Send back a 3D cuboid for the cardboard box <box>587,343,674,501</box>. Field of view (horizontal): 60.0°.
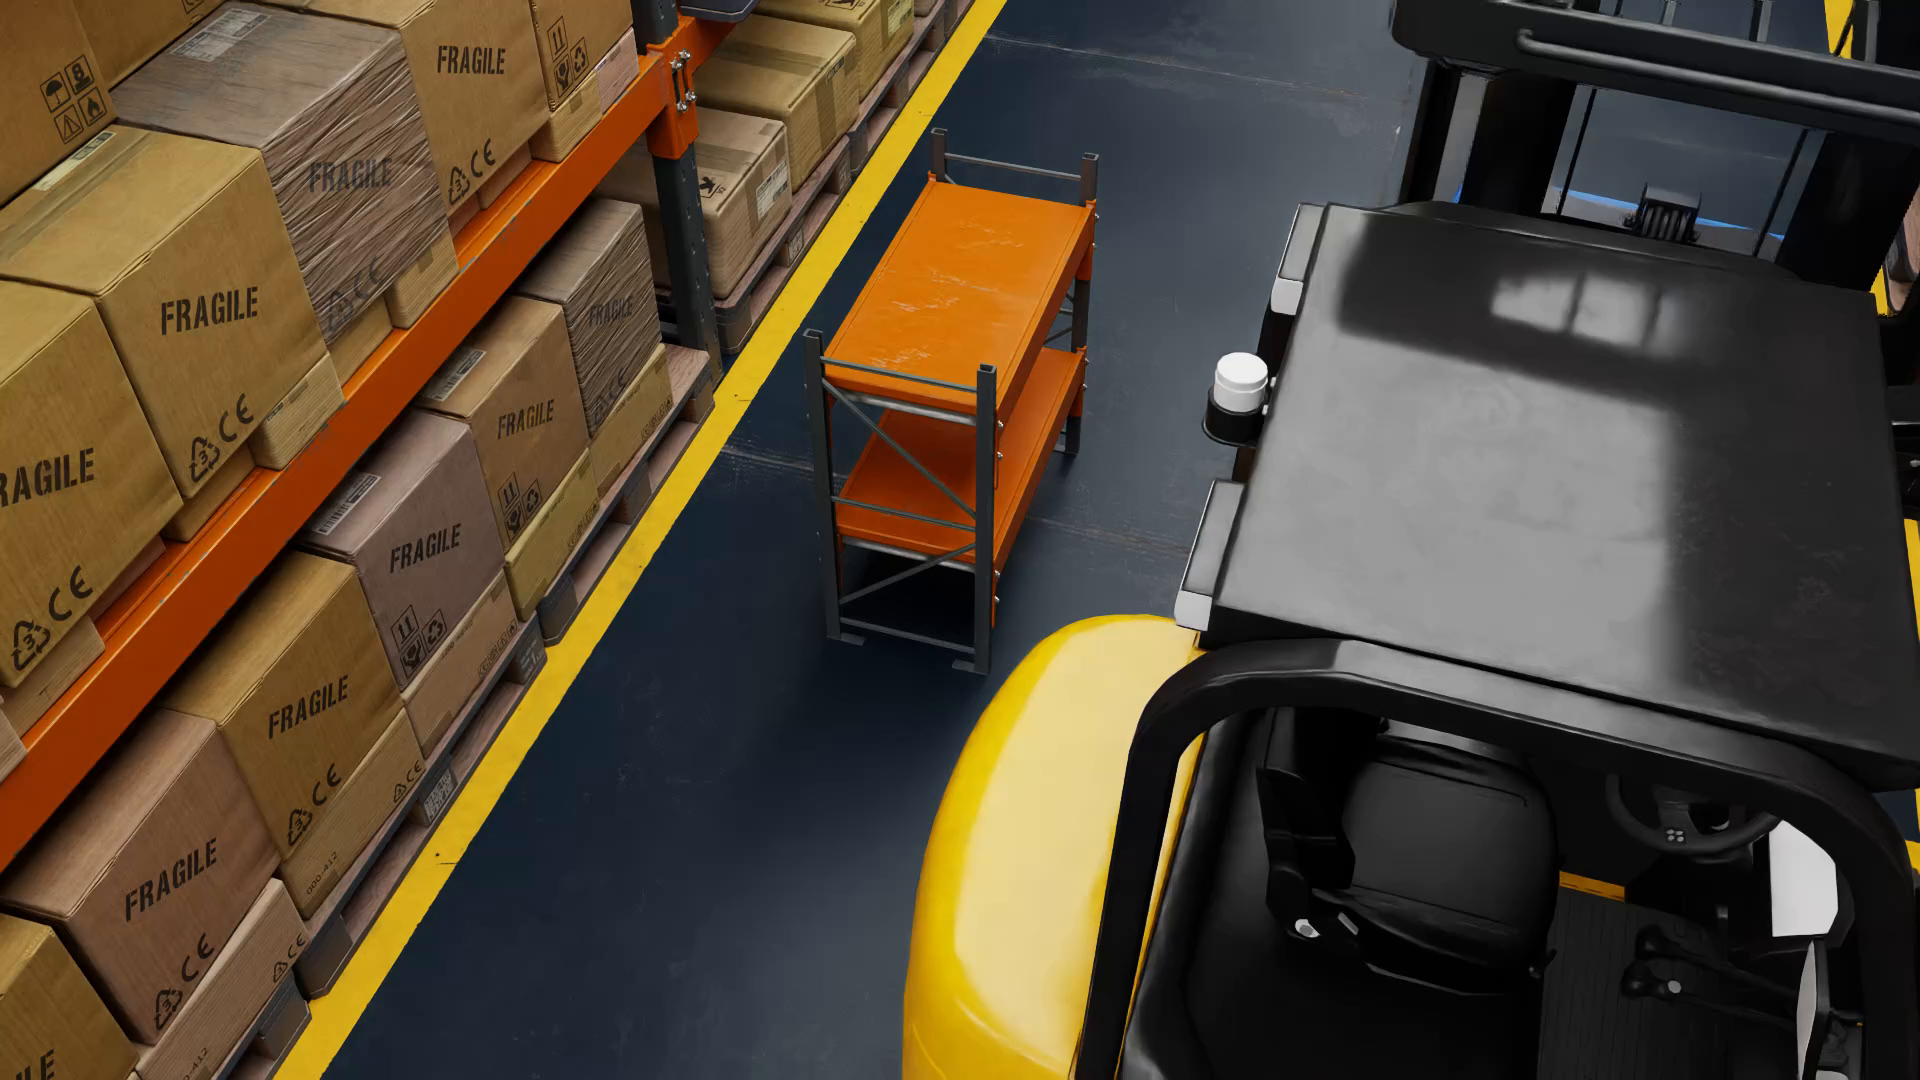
[{"bbox_3d":[-1.246,-0.426,5.206,0.500,0.250,0.500,14,46,14],"label":"cardboard box"}]

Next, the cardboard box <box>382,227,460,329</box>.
[{"bbox_3d":[-1.434,-0.663,3.963,0.380,0.149,0.250,12,46,12],"label":"cardboard box"}]

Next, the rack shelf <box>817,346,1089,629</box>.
[{"bbox_3d":[0.002,-0.232,5.032,0.538,0.278,1.000,13,46,13],"label":"rack shelf"}]

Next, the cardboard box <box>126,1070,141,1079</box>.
[{"bbox_3d":[-2.026,1.310,3.432,0.500,0.250,0.500,12,46,12],"label":"cardboard box"}]

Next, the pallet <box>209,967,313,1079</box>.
[{"bbox_3d":[-2.231,1.368,3.701,1.003,0.211,1.213,13,46,13],"label":"pallet"}]

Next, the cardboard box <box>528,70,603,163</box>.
[{"bbox_3d":[-1.199,-1.173,4.484,0.380,0.149,0.250,13,46,13],"label":"cardboard box"}]

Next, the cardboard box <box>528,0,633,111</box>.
[{"bbox_3d":[-1.220,-1.503,4.357,0.500,0.500,0.500,11,46,11],"label":"cardboard box"}]

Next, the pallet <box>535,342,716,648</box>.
[{"bbox_3d":[-1.492,-0.258,5.363,1.003,0.211,1.213,13,46,13],"label":"pallet"}]

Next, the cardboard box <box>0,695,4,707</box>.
[{"bbox_3d":[-1.973,0.211,2.605,0.500,0.500,0.500,14,46,14],"label":"cardboard box"}]

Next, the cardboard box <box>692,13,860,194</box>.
[{"bbox_3d":[-0.952,-1.751,6.473,0.950,0.372,0.625,15,46,15],"label":"cardboard box"}]

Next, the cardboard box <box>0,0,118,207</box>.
[{"bbox_3d":[-2.087,-0.930,3.057,0.700,0.500,0.500,12,46,12],"label":"cardboard box"}]

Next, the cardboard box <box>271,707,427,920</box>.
[{"bbox_3d":[-1.711,0.605,4.153,0.500,0.250,0.500,15,46,15],"label":"cardboard box"}]

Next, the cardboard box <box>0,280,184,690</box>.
[{"bbox_3d":[-1.819,-0.128,2.952,0.500,0.500,0.500,12,46,12],"label":"cardboard box"}]

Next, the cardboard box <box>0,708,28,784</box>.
[{"bbox_3d":[-1.893,0.373,2.903,0.380,0.149,0.250,13,46,13],"label":"cardboard box"}]

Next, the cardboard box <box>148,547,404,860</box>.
[{"bbox_3d":[-1.706,0.344,3.883,0.500,0.500,0.500,13,46,13],"label":"cardboard box"}]

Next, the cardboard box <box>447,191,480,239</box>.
[{"bbox_3d":[-1.441,-0.853,4.157,0.380,0.149,0.250,12,46,12],"label":"cardboard box"}]

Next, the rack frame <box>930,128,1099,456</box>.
[{"bbox_3d":[0.156,-0.745,5.207,0.500,1.125,0.032,13,46,13],"label":"rack frame"}]

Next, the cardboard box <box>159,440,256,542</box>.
[{"bbox_3d":[-1.716,-0.165,3.453,0.380,0.149,0.250,11,46,11],"label":"cardboard box"}]

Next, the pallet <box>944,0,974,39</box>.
[{"bbox_3d":[-0.350,-2.859,8.021,1.003,0.211,1.213,13,46,13],"label":"pallet"}]

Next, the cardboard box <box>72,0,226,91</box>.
[{"bbox_3d":[-2.016,-1.297,3.432,0.700,0.500,0.500,12,46,12],"label":"cardboard box"}]

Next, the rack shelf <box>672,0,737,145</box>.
[{"bbox_3d":[-0.717,-2.786,6.466,1.077,0.370,4.000,13,46,13],"label":"rack shelf"}]

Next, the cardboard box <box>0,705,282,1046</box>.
[{"bbox_3d":[-1.865,0.677,3.543,0.500,0.500,0.500,11,45,11],"label":"cardboard box"}]

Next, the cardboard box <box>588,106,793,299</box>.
[{"bbox_3d":[-1.166,-1.271,5.983,0.950,0.372,0.625,13,46,13],"label":"cardboard box"}]

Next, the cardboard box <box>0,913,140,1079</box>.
[{"bbox_3d":[-2.020,1.026,3.186,0.500,0.500,0.500,11,45,11],"label":"cardboard box"}]

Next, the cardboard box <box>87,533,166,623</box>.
[{"bbox_3d":[-1.824,0.005,3.280,0.380,0.149,0.250,14,46,14],"label":"cardboard box"}]

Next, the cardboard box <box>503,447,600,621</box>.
[{"bbox_3d":[-1.397,-0.069,4.842,0.500,0.250,0.500,11,46,11],"label":"cardboard box"}]

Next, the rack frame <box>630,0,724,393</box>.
[{"bbox_3d":[-1.323,-1.710,4.853,1.000,3.000,0.127,13,46,13],"label":"rack frame"}]

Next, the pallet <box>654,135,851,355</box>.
[{"bbox_3d":[-1.088,-1.232,6.358,1.003,0.211,1.213,13,46,13],"label":"pallet"}]

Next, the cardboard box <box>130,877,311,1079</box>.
[{"bbox_3d":[-1.865,0.971,3.778,0.500,0.250,0.500,14,46,14],"label":"cardboard box"}]

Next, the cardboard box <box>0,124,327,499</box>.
[{"bbox_3d":[-1.673,-0.469,3.300,0.500,0.500,0.500,12,46,12],"label":"cardboard box"}]

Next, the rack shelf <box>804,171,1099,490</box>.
[{"bbox_3d":[0.002,-0.616,4.656,0.538,0.278,1.000,13,46,13],"label":"rack shelf"}]

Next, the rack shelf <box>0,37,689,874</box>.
[{"bbox_3d":[-1.928,-0.120,3.742,1.077,0.370,4.000,13,46,13],"label":"rack shelf"}]

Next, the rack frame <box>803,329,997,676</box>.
[{"bbox_3d":[-0.152,-0.068,4.515,0.500,1.125,0.032,13,46,13],"label":"rack frame"}]

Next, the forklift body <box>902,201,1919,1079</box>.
[{"bbox_3d":[1.033,0.658,3.039,2.313,2.155,1.214,13,46,13],"label":"forklift body"}]

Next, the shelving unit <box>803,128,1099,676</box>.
[{"bbox_3d":[0.002,-0.407,4.861,0.538,1.125,1.048,13,46,13],"label":"shelving unit"}]

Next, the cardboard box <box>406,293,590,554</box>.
[{"bbox_3d":[-1.399,-0.355,4.597,0.500,0.500,0.500,13,46,13],"label":"cardboard box"}]

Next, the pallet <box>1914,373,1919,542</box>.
[{"bbox_3d":[3.595,-0.164,5.266,1.003,0.211,1.213,13,46,13],"label":"pallet"}]

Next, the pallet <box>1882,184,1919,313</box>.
[{"bbox_3d":[3.963,-0.979,6.100,1.003,0.211,1.213,13,46,13],"label":"pallet"}]

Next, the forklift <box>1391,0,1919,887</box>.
[{"bbox_3d":[1.356,-0.278,3.438,1.130,2.935,3.031,16,47,16],"label":"forklift"}]

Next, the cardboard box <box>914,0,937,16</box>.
[{"bbox_3d":[-0.508,-2.719,7.462,0.950,0.372,0.625,12,46,12],"label":"cardboard box"}]

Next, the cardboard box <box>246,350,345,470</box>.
[{"bbox_3d":[-1.584,-0.320,3.612,0.380,0.149,0.250,13,46,13],"label":"cardboard box"}]

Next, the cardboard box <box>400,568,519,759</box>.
[{"bbox_3d":[-1.556,0.269,4.496,0.500,0.250,0.500,13,46,13],"label":"cardboard box"}]

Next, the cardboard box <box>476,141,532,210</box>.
[{"bbox_3d":[-1.352,-1.016,4.323,0.380,0.149,0.250,13,46,13],"label":"cardboard box"}]

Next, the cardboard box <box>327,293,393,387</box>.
[{"bbox_3d":[-1.540,-0.499,3.795,0.380,0.149,0.250,12,46,12],"label":"cardboard box"}]

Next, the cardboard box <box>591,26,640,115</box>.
[{"bbox_3d":[-1.130,-1.341,4.655,0.380,0.149,0.250,12,46,12],"label":"cardboard box"}]

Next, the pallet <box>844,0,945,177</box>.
[{"bbox_3d":[-0.721,-2.048,7.192,1.003,0.211,1.213,13,46,13],"label":"pallet"}]

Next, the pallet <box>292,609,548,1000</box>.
[{"bbox_3d":[-1.860,0.558,4.529,1.003,0.211,1.213,13,46,13],"label":"pallet"}]

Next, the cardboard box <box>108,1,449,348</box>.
[{"bbox_3d":[-1.522,-0.812,3.651,0.500,0.500,0.500,14,46,14],"label":"cardboard box"}]

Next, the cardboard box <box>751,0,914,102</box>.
[{"bbox_3d":[-0.743,-2.215,6.947,0.950,0.372,0.625,14,46,14],"label":"cardboard box"}]

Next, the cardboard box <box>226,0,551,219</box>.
[{"bbox_3d":[-1.370,-1.158,4.005,0.500,0.500,0.500,14,46,14],"label":"cardboard box"}]

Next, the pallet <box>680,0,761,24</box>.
[{"bbox_3d":[-0.953,-2.120,5.409,1.003,0.211,1.213,13,46,13],"label":"pallet"}]

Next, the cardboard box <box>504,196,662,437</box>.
[{"bbox_3d":[-1.246,-0.694,4.944,0.500,0.500,0.500,12,46,12],"label":"cardboard box"}]

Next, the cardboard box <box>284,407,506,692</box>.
[{"bbox_3d":[-1.552,-0.014,4.249,0.500,0.500,0.500,15,46,15],"label":"cardboard box"}]

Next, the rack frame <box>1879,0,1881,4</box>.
[{"bbox_3d":[4.620,-3.327,6.505,1.000,3.000,0.127,13,46,13],"label":"rack frame"}]

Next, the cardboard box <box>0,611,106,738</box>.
[{"bbox_3d":[-1.846,0.194,3.087,0.380,0.149,0.250,14,46,14],"label":"cardboard box"}]
